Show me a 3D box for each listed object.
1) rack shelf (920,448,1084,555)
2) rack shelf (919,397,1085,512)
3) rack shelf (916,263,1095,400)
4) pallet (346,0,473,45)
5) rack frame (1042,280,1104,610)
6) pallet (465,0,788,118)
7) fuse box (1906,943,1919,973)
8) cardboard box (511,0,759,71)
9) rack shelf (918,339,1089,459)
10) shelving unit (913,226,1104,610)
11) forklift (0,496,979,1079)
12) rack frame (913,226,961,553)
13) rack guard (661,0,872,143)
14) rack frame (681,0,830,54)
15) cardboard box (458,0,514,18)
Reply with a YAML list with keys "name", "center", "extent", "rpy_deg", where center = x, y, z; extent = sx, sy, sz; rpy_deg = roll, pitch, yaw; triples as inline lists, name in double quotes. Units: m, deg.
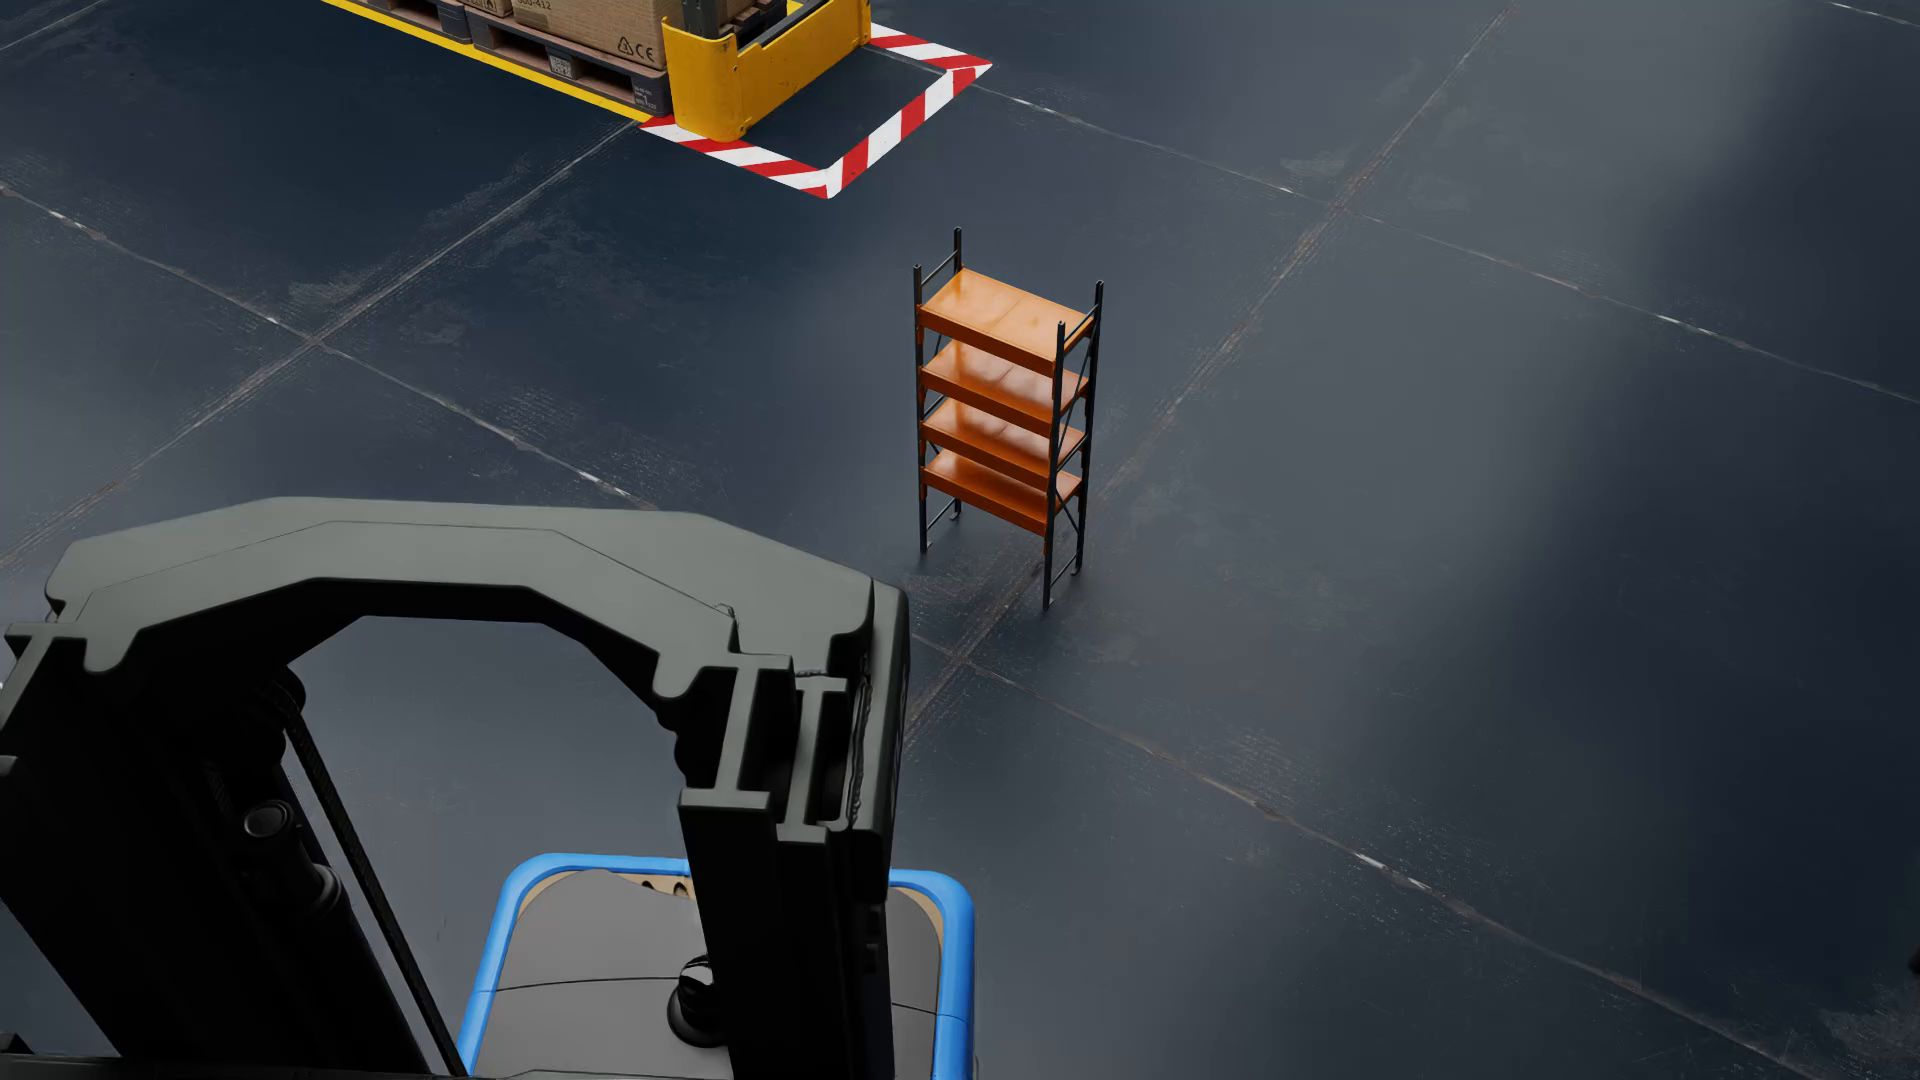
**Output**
- name: "rack shelf"
  center: [0.139, -0.169, 5.448]
  extent: [0.480, 0.148, 0.258]
  rpy_deg: [25, 51, 22]
- name: "rack shelf"
  center: [0.139, -0.307, 5.306]
  extent: [0.480, 0.148, 0.258]
  rpy_deg: [25, 51, 22]
- name: "rack shelf"
  center: [0.139, -0.628, 4.976]
  extent: [0.480, 0.148, 0.258]
  rpy_deg: [25, 51, 22]
- name: "pallet"
  center: [-2.626, -3.007, 8.525]
  extent: [1.213, 0.211, 1.003]
  rpy_deg: [25, 51, 22]
- name: "rack frame"
  center: [0.345, -0.260, 5.166]
  extent: [0.015, 1.200, 0.240]
  rpy_deg: [25, 51, 22]
- name: "pallet"
  center: [-1.603, -2.534, 8.065]
  extent: [1.213, 0.211, 1.003]
  rpy_deg: [25, 51, 22]
- name: "fuse box"
  center: [2.615, 0.586, 3.987]
  extent: [0.414, 1.711, 0.539]
  rpy_deg: [25, 51, 22]
- name: "cardboard box"
  center: [-1.497, -2.692, 7.768]
  extent: [0.875, 0.438, 0.875]
  rpy_deg: [23, 50, 21]
- name: "rack shelf"
  center: [0.139, -0.463, 5.145]
  extent: [0.480, 0.148, 0.258]
  rpy_deg: [25, 51, 22]
- name: "shelving unit"
  center: [0.139, -0.354, 5.257]
  extent: [0.503, 1.200, 0.258]
  rpy_deg: [25, 51, 22]
- name: "forklift"
  center: [-0.559, 1.478, 2.270]
  extent: [1.130, 2.935, 3.031]
  rpy_deg: [2, 46, 2]
- name: "rack frame"
  center: [-0.066, -0.449, 5.349]
  extent: [0.015, 1.200, 0.240]
  rpy_deg: [25, 51, 22]
- name: "rack guard"
  center: [-0.867, -2.363, 7.698]
  extent: [0.348, 0.500, 1.175]
  rpy_deg: [25, 51, 22]
- name: "rack frame"
  center: [-0.888, -3.244, 6.810]
  extent: [0.127, 3.000, 1.000]
  rpy_deg: [25, 51, 22]
- name: "cardboard box"
  center: [-2.272, -3.041, 8.108]
  extent: [0.875, 0.438, 0.875]
  rpy_deg: [26, 51, 23]
